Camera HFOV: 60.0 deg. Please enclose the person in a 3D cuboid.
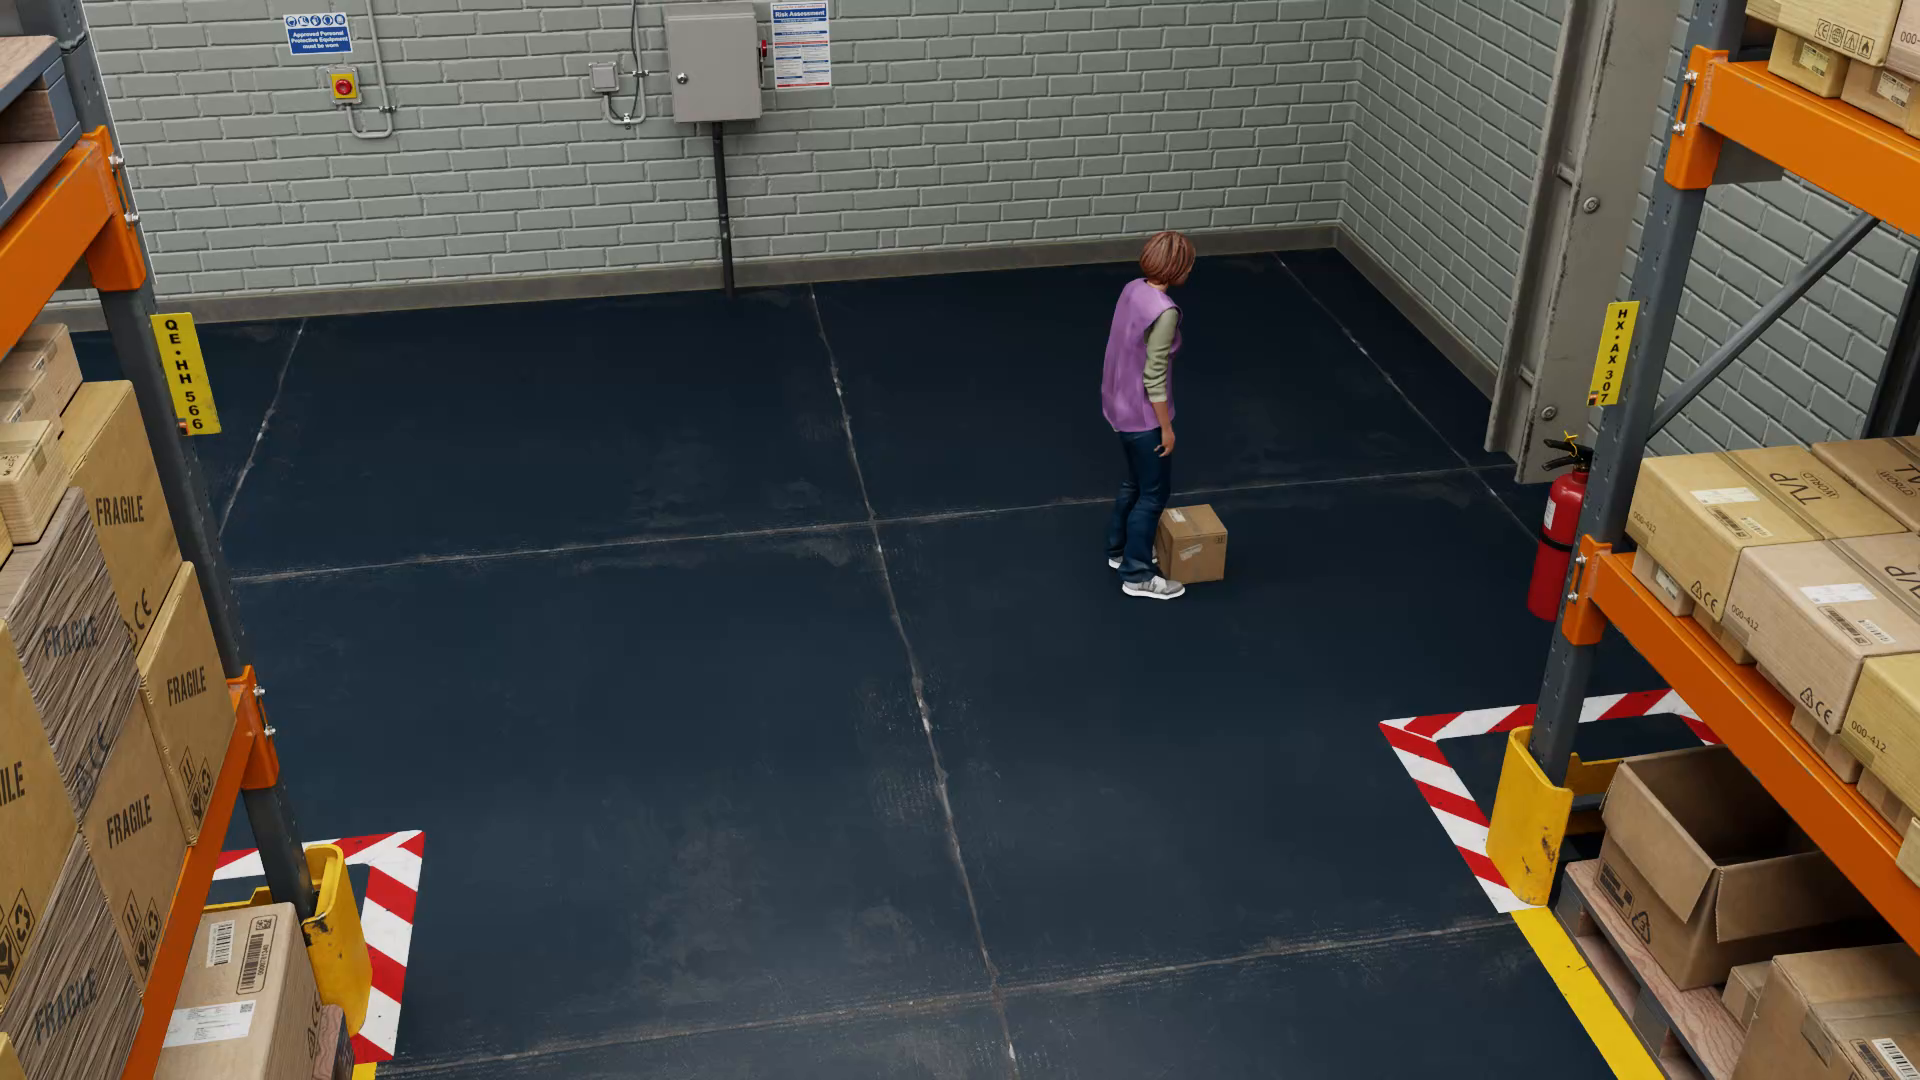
[{"bbox_3d":[0.781,-0.527,7.017,0.345,1.592,0.477,-7,32,-12],"label":"person"}]
